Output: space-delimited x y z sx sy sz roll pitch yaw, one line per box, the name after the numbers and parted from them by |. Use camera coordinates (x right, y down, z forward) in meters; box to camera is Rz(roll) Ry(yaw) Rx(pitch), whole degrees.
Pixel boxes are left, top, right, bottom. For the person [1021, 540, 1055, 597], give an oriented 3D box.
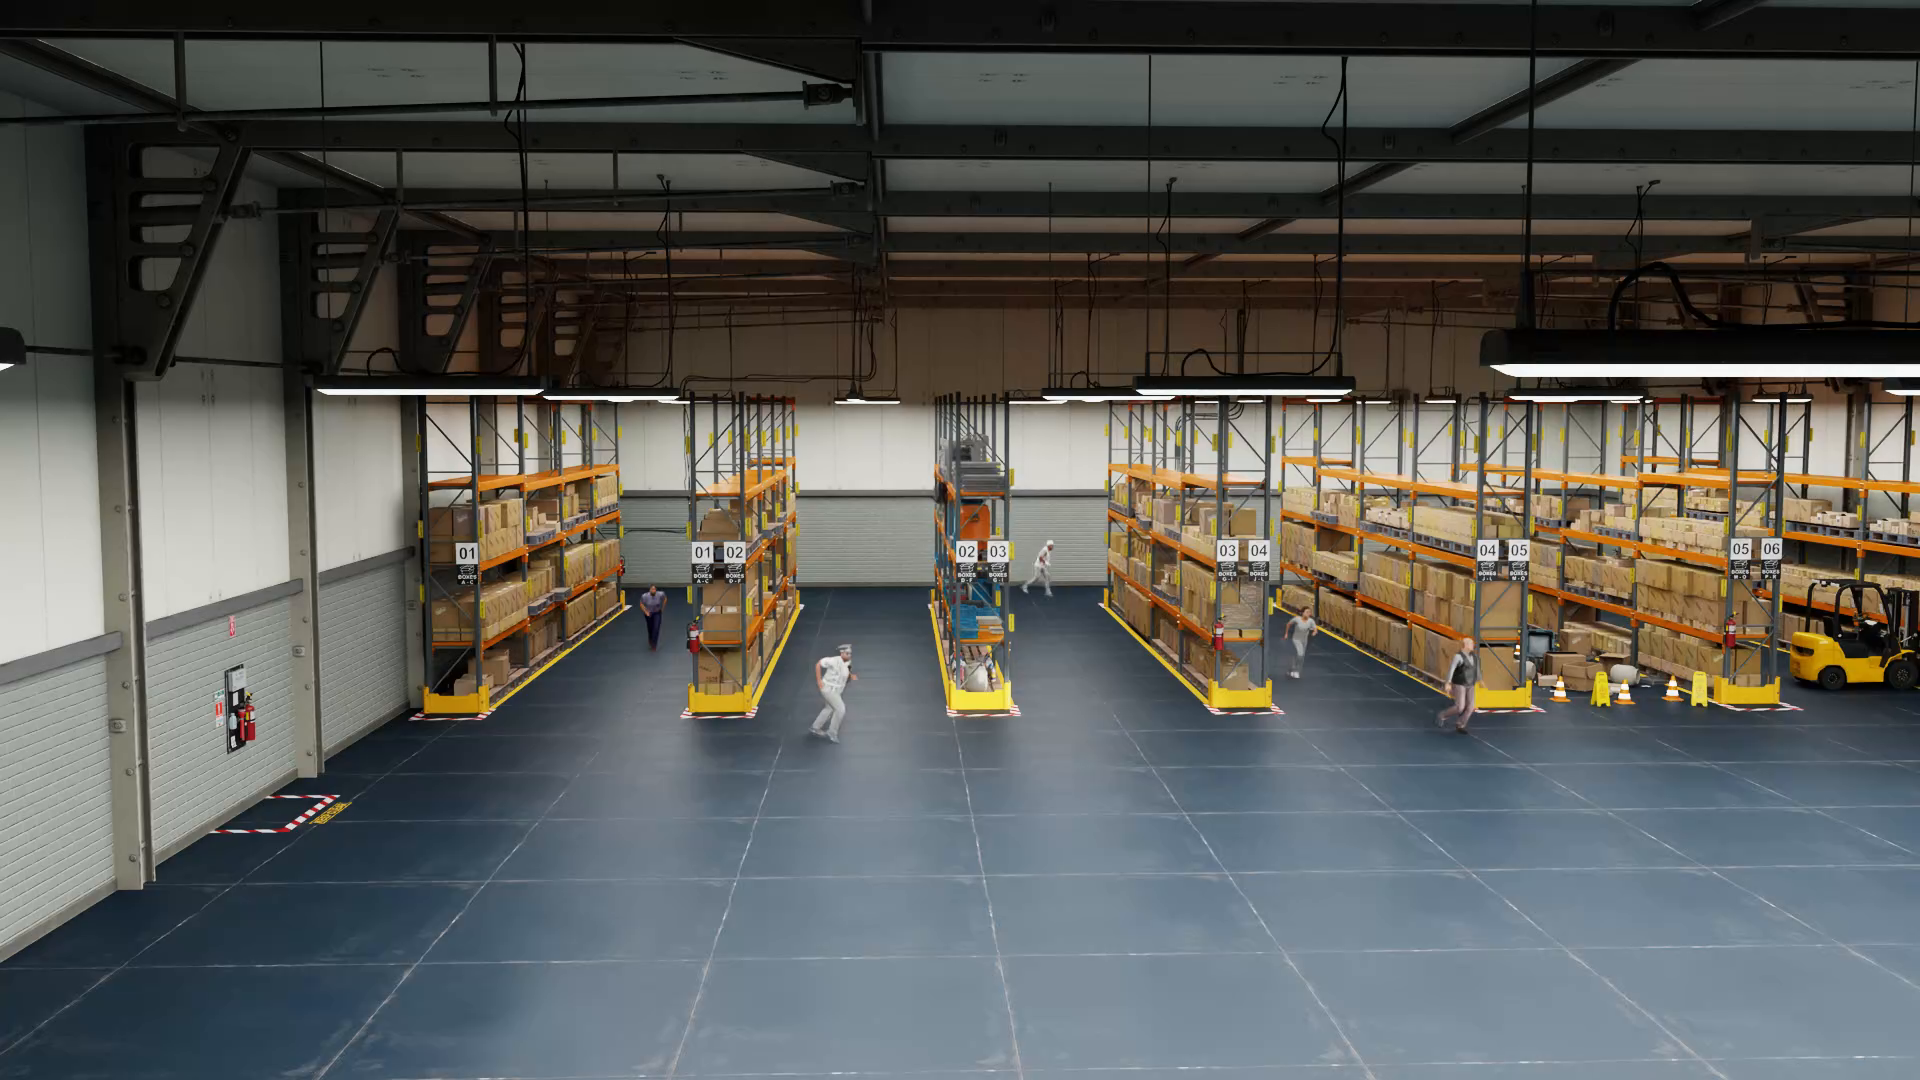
2.359 0.869 50.226 1.043 1.731 0.724 1 5 9 | person

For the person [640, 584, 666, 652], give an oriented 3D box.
-7.256 1.825 39.300 0.627 1.590 0.955 -1 5 -16 | person

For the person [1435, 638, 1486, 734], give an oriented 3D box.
8.763 2.543 29.151 0.696 1.694 0.677 -3 6 -34 | person

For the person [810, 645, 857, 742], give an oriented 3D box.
-2.188 2.642 28.513 0.955 1.757 0.694 3 5 29 | person

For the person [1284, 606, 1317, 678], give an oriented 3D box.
7.155 2.135 34.922 0.569 1.542 0.940 -1 5 -17 | person
